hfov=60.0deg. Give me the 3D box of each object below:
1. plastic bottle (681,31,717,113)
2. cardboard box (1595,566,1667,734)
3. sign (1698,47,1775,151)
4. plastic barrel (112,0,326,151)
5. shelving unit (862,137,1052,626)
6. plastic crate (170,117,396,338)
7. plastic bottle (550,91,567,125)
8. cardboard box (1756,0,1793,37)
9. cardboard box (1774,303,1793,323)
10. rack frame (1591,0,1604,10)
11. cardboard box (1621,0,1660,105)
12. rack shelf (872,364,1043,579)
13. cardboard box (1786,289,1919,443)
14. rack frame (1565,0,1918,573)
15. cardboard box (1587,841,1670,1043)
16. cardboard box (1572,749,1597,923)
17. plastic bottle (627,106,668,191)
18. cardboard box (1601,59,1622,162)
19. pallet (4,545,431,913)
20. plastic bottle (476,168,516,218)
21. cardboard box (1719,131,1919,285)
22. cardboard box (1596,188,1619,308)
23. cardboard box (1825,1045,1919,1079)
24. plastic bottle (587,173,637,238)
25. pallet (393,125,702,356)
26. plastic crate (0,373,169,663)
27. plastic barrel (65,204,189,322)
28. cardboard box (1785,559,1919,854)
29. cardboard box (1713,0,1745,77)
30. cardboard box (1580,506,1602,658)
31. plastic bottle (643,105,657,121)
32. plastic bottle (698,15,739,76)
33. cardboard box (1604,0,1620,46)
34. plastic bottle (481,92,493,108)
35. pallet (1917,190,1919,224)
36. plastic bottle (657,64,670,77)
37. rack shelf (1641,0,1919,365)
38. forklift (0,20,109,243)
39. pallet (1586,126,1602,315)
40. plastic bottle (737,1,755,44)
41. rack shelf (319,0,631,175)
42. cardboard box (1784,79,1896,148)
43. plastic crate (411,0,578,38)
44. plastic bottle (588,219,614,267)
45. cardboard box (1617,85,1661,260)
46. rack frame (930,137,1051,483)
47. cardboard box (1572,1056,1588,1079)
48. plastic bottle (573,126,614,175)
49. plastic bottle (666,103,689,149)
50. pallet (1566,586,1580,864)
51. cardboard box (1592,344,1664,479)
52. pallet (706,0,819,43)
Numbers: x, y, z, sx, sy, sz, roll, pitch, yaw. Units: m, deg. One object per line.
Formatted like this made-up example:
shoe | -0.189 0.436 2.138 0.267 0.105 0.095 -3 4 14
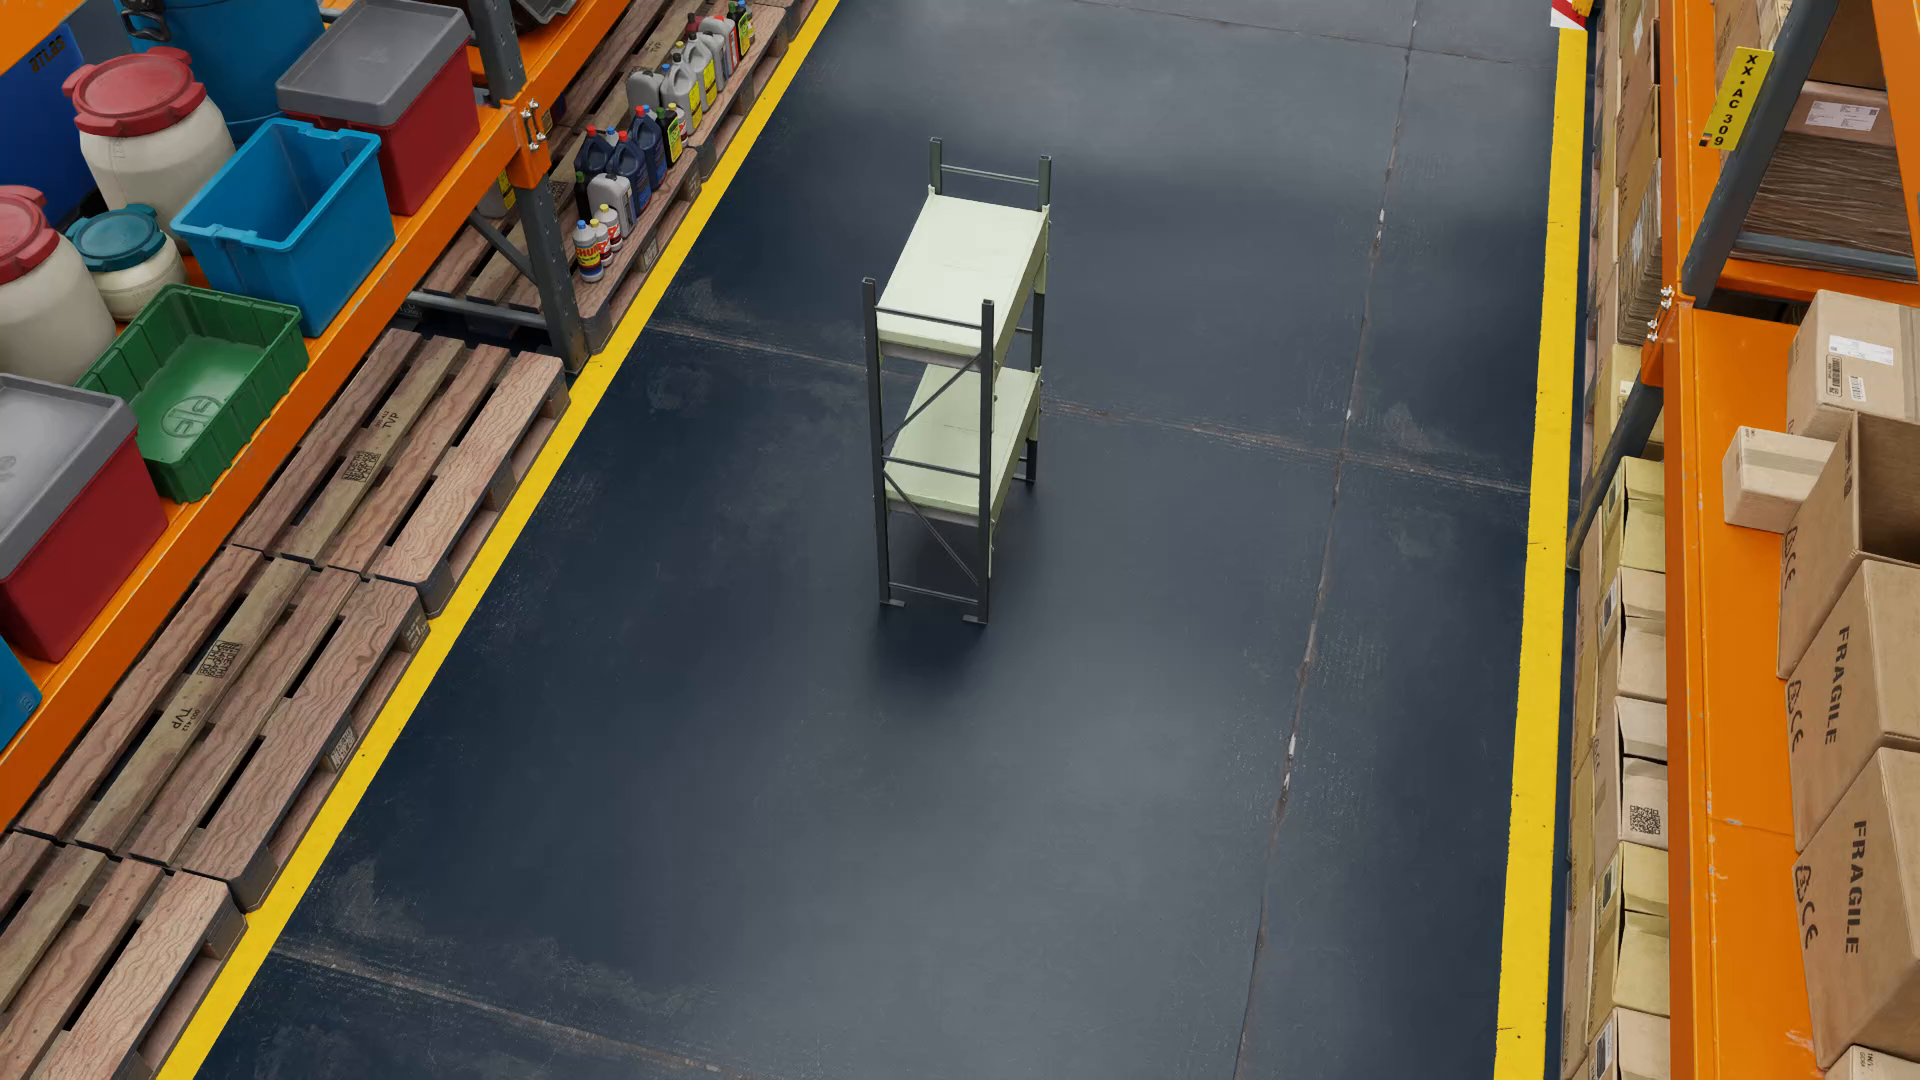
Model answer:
plastic bottle | -1.216 -2.158 7.627 0.144 0.351 0.185 13 50 12
cardboard box | 2.252 0.368 5.105 0.500 0.311 0.500 11 49 10
sign | 2.202 -1.250 4.722 0.100 0.325 0.005 12 50 10
plastic barrel | -2.434 -1.755 5.464 0.600 0.901 0.708 12 50 10
shelving unit | 0.002 -0.501 5.692 0.431 1.500 0.755 12 50 10
plastic crate | -2.030 -0.944 5.093 0.392 0.384 0.575 12 50 10
plastic bottle | -1.863 -2.047 7.574 0.061 0.283 0.133 12 50 10
cardboard box | 2.736 -1.684 5.236 0.380 0.149 0.250 10 49 9
cardboard box | 3.286 -0.943 6.135 0.500 0.500 0.500 12 50 10
rack frame | 3.791 -3.722 7.534 1.000 3.000 0.127 12 50 10
cardboard box | 3.186 -2.129 7.182 0.500 0.500 0.500 12 50 10
rack shelf | 0.002 -0.285 5.936 0.431 0.370 0.720 12 50 10
cardboard box | 2.651 -0.414 4.715 0.500 0.250 0.500 14 50 12
rack frame | 2.738 -0.828 4.980 1.000 3.000 0.127 12 50 10
cardboard box | 1.986 1.119 4.442 0.500 0.311 0.500 13 50 11
cardboard box | 2.123 0.930 4.982 0.500 0.250 0.500 10 49 9
plastic bottle | -1.377 -1.716 7.237 0.144 0.351 0.185 10 49 8
cardboard box | 3.175 -1.883 7.465 0.500 0.250 0.500 12 50 10
pallet | -2.528 0.575 5.602 1.003 0.211 1.213 12 50 10
plastic bottle | -2.009 -1.572 7.110 0.144 0.351 0.185 12 50 10
cardboard box | 2.849 -1.184 5.227 0.700 0.500 0.500 10 49 9
cardboard box | 2.908 -1.160 6.827 0.500 0.250 0.500 12 50 10
cardboard box | 1.967 1.214 3.345 0.380 0.149 0.250 15 50 13
plastic bottle | -1.474 -1.436 7.040 0.152 0.276 0.135 13 50 11
pallet | -1.823 -1.363 7.313 1.003 0.211 1.213 12 50 10
plastic crate | -2.372 -0.045 4.246 0.402 0.464 0.583 12 50 10
plastic barrel | -2.536 -0.836 5.079 0.301 0.262 0.301 0 49 0
cardboard box | 2.250 0.434 3.800 0.500 0.500 0.500 12 50 10
cardboard box | 3.117 -1.929 5.885 0.700 0.500 0.500 12 50 11
cardboard box | 2.393 0.185 5.640 0.500 0.250 0.500 10 49 9
plastic bottle | -1.375 -1.804 7.367 0.097 0.271 0.097 0 49 0
plastic bottle | -1.140 -2.354 7.850 0.152 0.276 0.135 12 50 10
cardboard box | 3.435 -2.607 8.104 0.500 0.250 0.500 12 50 10
plastic bottle | -2.095 -1.843 7.394 0.061 0.283 0.133 15 50 13
pallet | 2.069 -0.183 2.536 1.003 0.211 1.213 14 50 12
plastic bottle | -1.344 -2.101 7.677 0.097 0.201 0.097 0 49 0
rack shelf | 3.264 -2.037 6.527 1.077 0.370 4.000 12 50 10
forklift | -4.556 -1.520 5.637 1.130 2.935 3.031 12 50 10
pallet | 3.307 -1.358 7.308 1.003 0.211 1.213 12 50 10
plastic bottle | -1.047 -2.507 8.035 0.097 0.201 0.097 0 49 0
rack shelf | -1.513 -3.017 7.392 1.077 0.370 4.000 12 50 10
cardboard box | 2.603 -1.315 4.911 0.380 0.149 0.250 12 50 10
plastic crate | -1.779 -2.142 6.181 0.767 0.338 0.504 12 50 10
plastic bottle | -1.506 -1.246 6.922 0.097 0.201 0.097 0 49 0
cardboard box | 2.920 -1.406 6.544 0.500 0.500 0.500 12 50 10
rack frame | 0.098 -0.766 5.926 0.400 1.500 0.023 12 50 10
cardboard box | 1.856 1.670 4.329 0.500 0.250 0.500 13 50 11
plastic bottle | -1.566 -1.608 7.142 0.144 0.351 0.185 12 50 10
plastic bottle | -1.280 -1.867 7.470 0.097 0.201 0.097 0 49 0
pallet | 2.582 0.635 5.549 1.003 0.211 1.213 12 50 10
cardboard box | 2.649 -0.436 6.188 0.500 0.250 0.500 12 50 10
pallet | -1.181 -3.128 8.870 1.003 0.211 1.213 12 50 10
